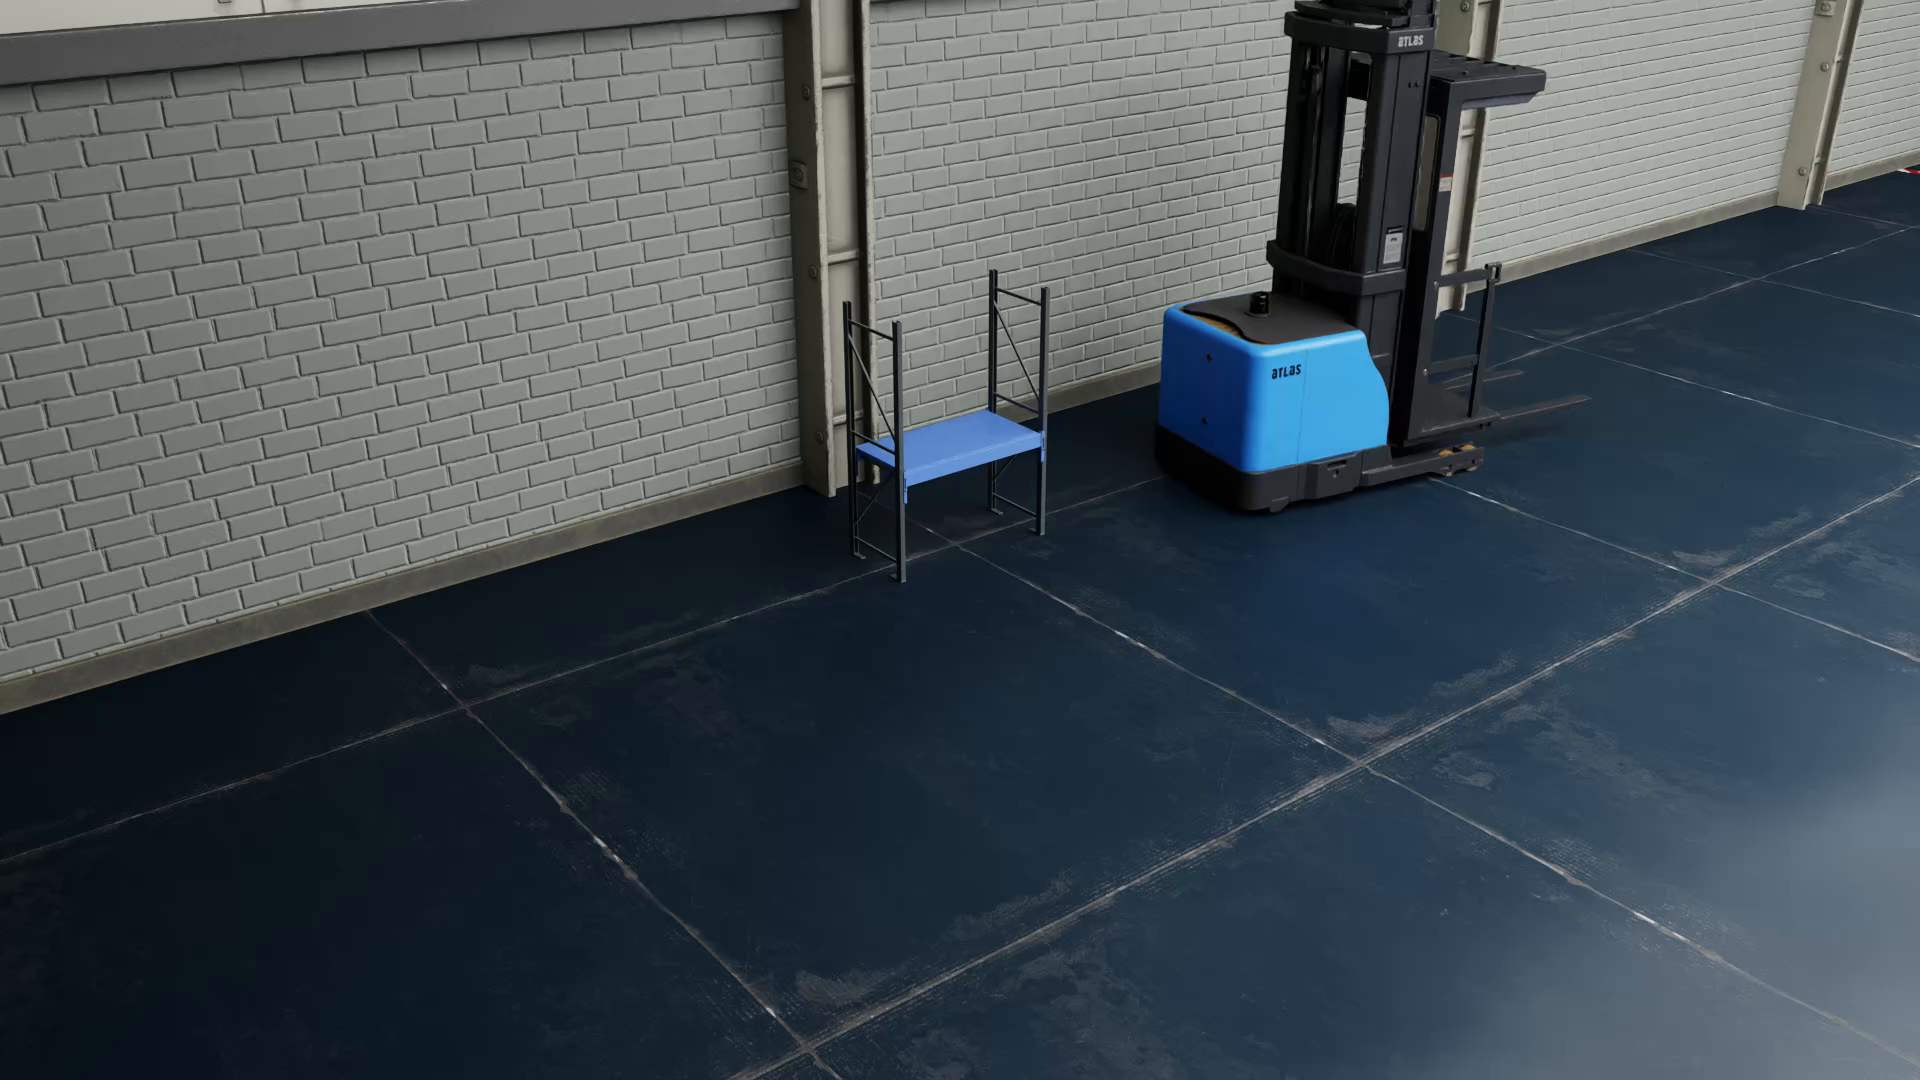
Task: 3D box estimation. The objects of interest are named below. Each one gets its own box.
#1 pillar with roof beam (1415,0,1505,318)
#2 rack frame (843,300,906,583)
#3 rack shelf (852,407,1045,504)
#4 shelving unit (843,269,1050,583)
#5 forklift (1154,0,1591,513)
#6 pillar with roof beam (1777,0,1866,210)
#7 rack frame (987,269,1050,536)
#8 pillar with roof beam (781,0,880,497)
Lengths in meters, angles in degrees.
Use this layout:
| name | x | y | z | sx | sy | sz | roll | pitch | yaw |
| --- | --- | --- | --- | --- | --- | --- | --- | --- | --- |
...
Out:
| name | x | y | z | sx | sy | sz | roll | pitch | yaw |
| --- | --- | --- | --- | --- | --- | --- | --- | --- | --- |
| pillar with roof beam | 6.624 | -4.581 | 8.930 | 0.400 | 9.000 | 9.100 | -18 | 31 | -34 |
| rack frame | -0.467 | -0.526 | 9.102 | 0.032 | 1.500 | 0.500 | -18 | 31 | -34 |
| rack shelf | -0.067 | -0.495 | 9.462 | 1.000 | 0.185 | 0.538 | -18 | 31 | -34 |
| shelving unit | -0.067 | -0.658 | 9.387 | 1.048 | 1.500 | 0.538 | -18 | 31 | -34 |
| forklift | 2.797 | -1.918 | 10.401 | 3.031 | 2.935 | 1.130 | -13 | 28 | -25 |
| pillar with roof beam | 11.345 | -6.139 | 12.289 | 0.400 | 9.000 | 9.100 | -18 | 31 | -34 |
| rack frame | 0.333 | -0.790 | 9.671 | 0.032 | 1.500 | 0.500 | -18 | 31 | -34 |
| pillar with roof beam | 1.902 | -3.022 | 5.572 | 0.400 | 9.000 | 9.100 | -18 | 31 | -34 |
